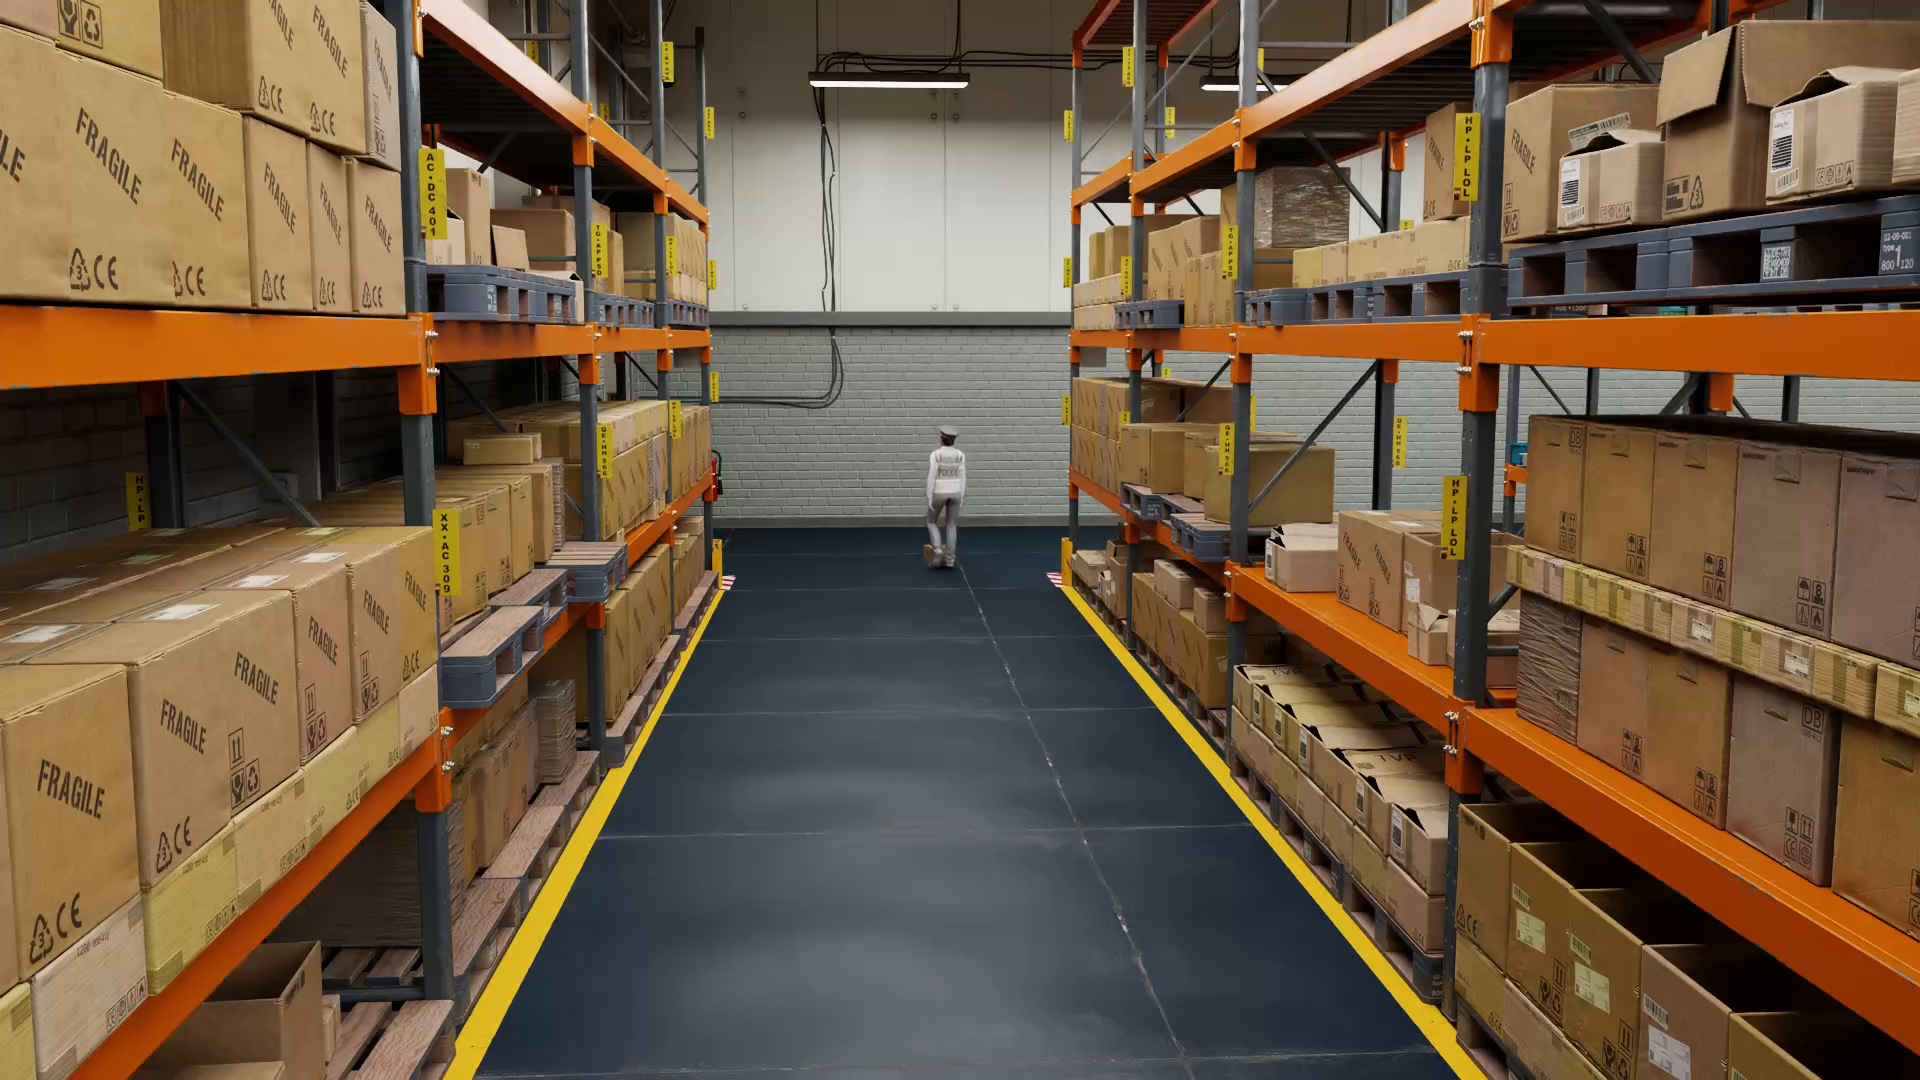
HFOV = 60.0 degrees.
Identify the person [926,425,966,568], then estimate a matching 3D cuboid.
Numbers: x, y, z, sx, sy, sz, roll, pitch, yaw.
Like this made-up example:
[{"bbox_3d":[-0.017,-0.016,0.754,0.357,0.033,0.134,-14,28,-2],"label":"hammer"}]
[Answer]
[{"bbox_3d":[-0.176,-0.513,19.716,0.488,1.704,0.419,-2,7,-13],"label":"person"}]
